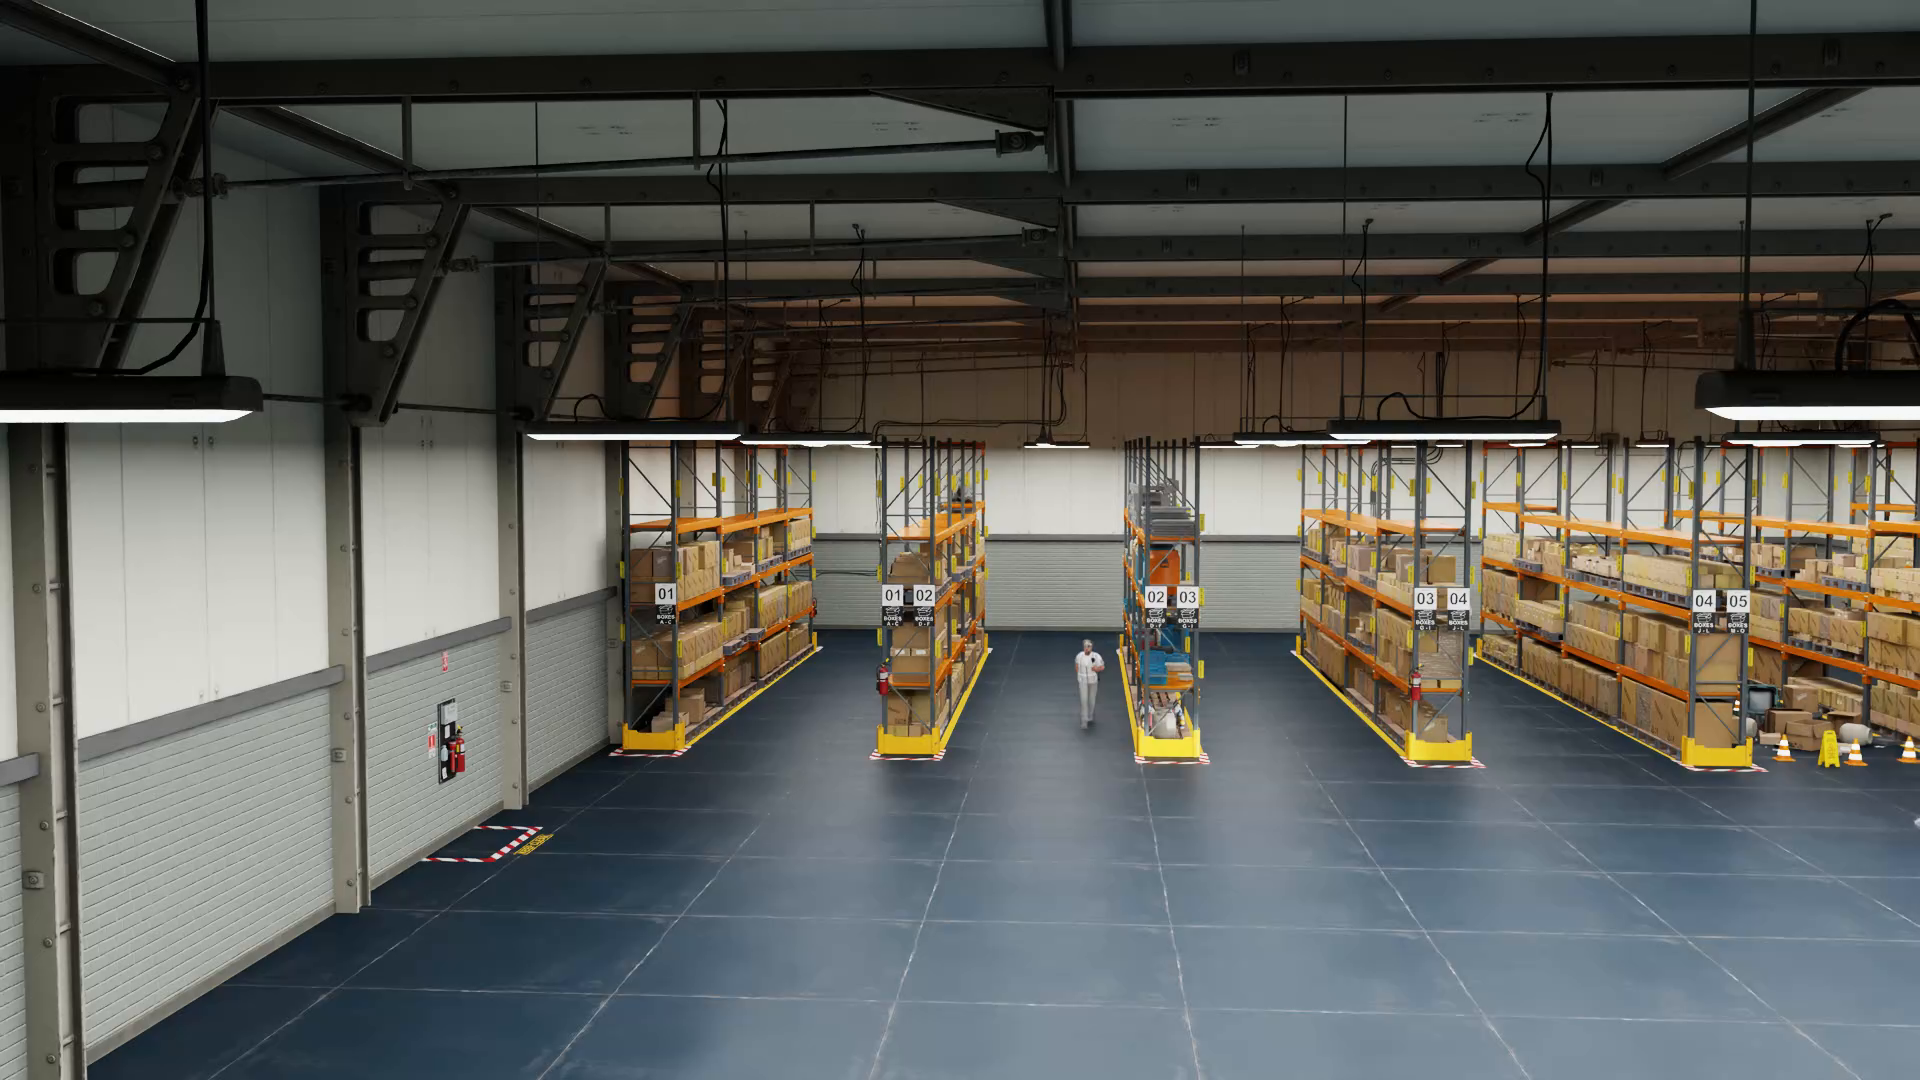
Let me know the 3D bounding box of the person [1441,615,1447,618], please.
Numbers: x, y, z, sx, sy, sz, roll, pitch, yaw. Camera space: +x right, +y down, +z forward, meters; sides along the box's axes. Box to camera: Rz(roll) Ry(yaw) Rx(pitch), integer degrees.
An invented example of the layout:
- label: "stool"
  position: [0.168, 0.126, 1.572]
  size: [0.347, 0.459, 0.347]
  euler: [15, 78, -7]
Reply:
- label: "person"
  position: [13.884, 2.415, 47.395]
  size: [0.557, 1.619, 0.692]
  euler: [-2, 3, -28]

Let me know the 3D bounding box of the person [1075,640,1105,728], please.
- label: "person"
  position: [2.706, 2.984, 34.725]
  size: [0.636, 1.826, 0.865]
  euler: [0, 3, 6]
